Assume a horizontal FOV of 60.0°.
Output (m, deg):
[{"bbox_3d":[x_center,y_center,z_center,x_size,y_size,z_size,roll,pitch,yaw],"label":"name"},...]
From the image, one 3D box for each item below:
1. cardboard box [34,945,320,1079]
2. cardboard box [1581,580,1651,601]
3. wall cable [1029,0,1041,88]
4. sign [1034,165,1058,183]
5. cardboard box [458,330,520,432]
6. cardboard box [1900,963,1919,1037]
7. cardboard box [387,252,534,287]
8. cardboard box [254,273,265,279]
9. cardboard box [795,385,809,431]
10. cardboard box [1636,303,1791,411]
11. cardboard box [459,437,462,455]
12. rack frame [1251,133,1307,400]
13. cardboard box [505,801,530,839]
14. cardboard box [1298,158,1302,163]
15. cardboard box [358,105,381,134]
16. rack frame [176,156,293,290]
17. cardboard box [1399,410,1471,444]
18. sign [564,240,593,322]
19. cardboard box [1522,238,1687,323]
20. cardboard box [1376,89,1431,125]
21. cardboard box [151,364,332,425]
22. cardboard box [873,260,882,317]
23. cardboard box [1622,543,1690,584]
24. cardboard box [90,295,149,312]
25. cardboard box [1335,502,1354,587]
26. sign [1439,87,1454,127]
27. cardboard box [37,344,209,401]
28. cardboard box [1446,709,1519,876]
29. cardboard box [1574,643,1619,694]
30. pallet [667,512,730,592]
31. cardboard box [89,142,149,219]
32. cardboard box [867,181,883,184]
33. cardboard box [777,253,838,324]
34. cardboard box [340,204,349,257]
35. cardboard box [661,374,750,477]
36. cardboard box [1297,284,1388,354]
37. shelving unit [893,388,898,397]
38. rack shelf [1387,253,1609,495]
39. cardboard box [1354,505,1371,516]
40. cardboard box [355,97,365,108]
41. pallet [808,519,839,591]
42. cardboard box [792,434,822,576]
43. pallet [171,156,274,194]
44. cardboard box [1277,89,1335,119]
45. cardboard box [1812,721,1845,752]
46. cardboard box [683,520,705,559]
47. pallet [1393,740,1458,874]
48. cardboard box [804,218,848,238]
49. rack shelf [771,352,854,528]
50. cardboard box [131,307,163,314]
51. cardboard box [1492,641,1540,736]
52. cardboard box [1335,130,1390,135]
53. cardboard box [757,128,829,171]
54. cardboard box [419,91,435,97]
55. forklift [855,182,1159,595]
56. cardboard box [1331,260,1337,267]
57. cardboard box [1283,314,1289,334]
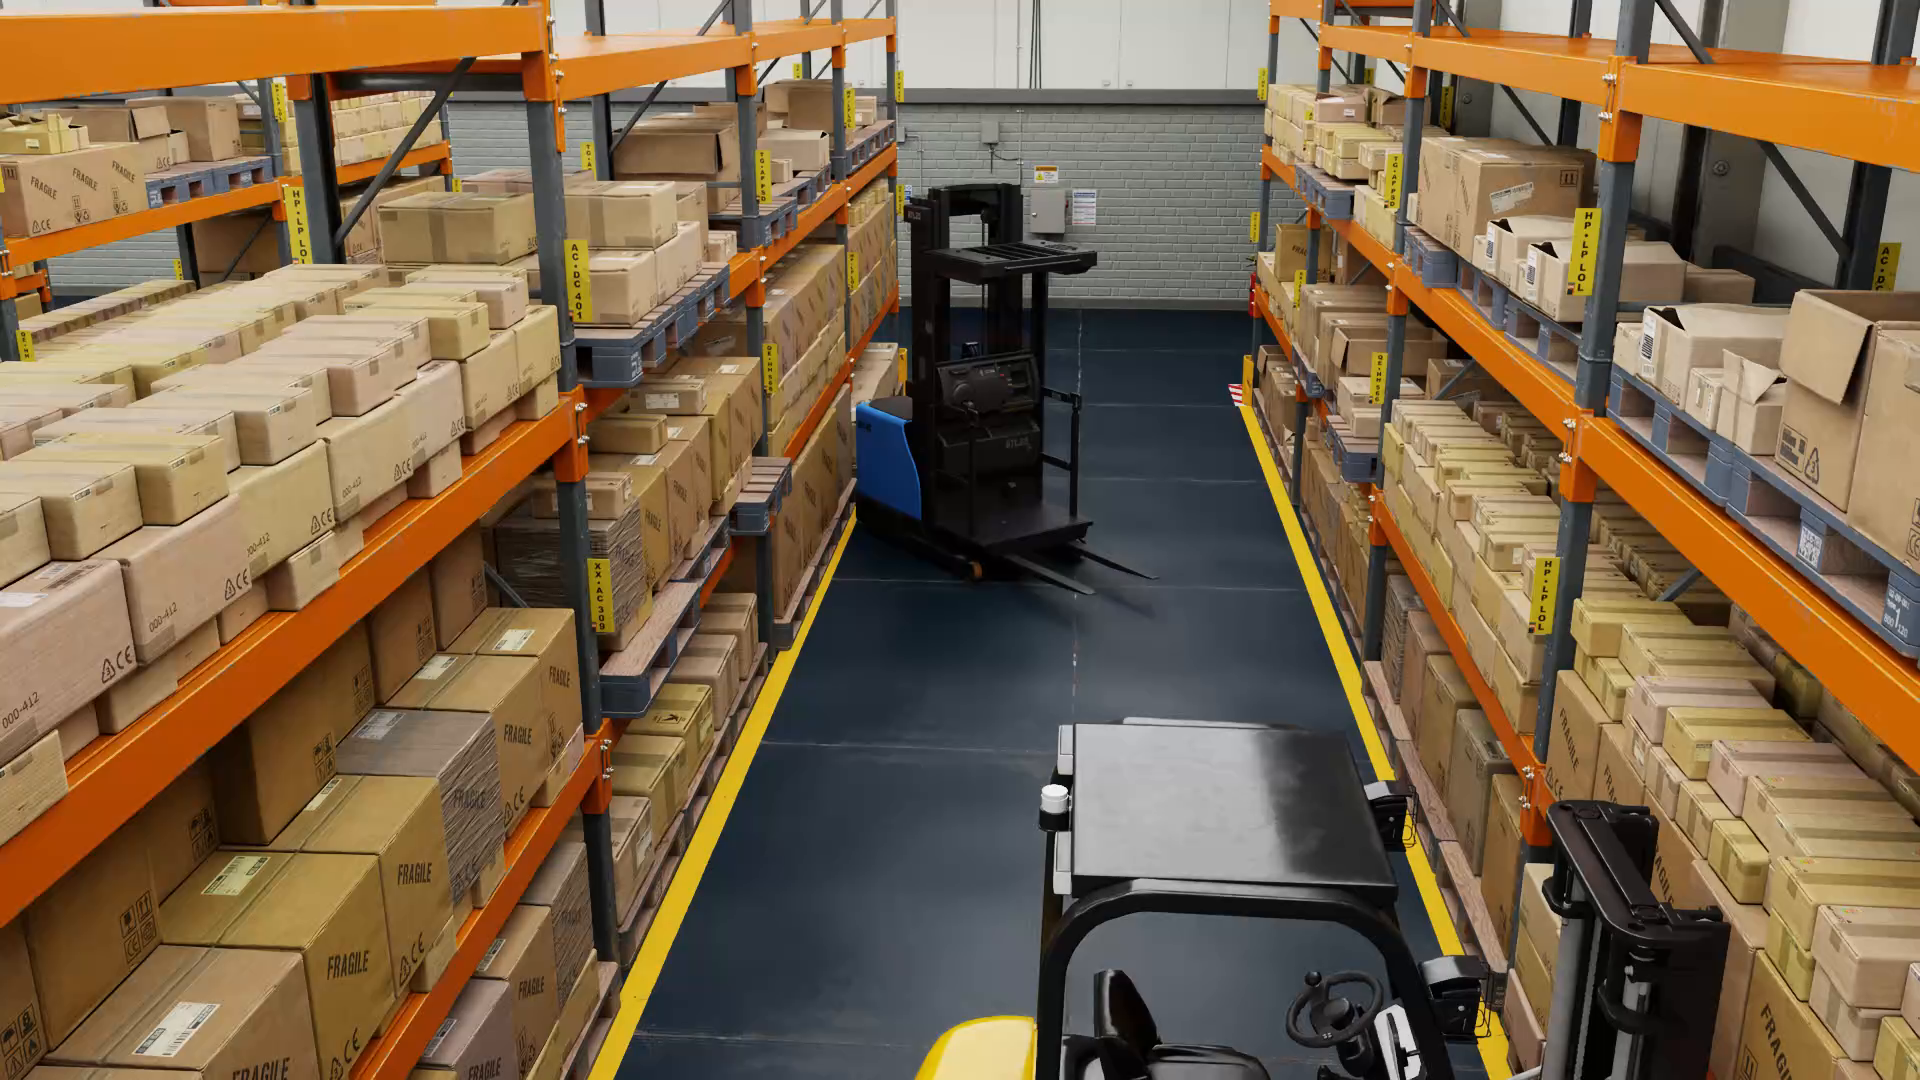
[{"bbox_3d":[-1.999,1.388,4.231,0.500,0.500,0.500,2,18,6],"label":"cardboard box"},{"bbox_3d":[2.697,0.279,7.051,0.380,0.149,0.250,2,18,6],"label":"cardboard box"},{"bbox_3d":[2.456,-7.641,22.729,2.988,3.039,0.133,1,18,4],"label":"wall cable"},{"bbox_3d":[1.229,-5.208,23.674,0.339,0.242,0.001,1,18,4],"label":"sign"},{"bbox_3d":[-1.855,-0.559,5.758,0.500,0.250,0.500,1,18,3],"label":"cardboard box"},{"bbox_3d":[2.494,1.141,3.945,0.380,0.149,0.250,1,18,4],"label":"cardboard box"},{"bbox_3d":[-2.159,-1.102,7.218,0.500,0.250,0.500,1,18,3],"label":"cardboard box"},{"bbox_3d":[-6.141,-2.264,15.378,0.500,0.500,0.500,1,18,3],"label":"cardboard box"},{"bbox_3d":[-1.421,-1.004,12.410,0.500,0.250,0.500,2,18,6],"label":"cardboard box"},{"bbox_3d":[2.592,-0.631,5.523,0.500,0.311,0.500,2,18,5],"label":"cardboard box"},{"bbox_3d":[-1.941,-0.331,5.701,0.380,0.149,0.250,1,18,2],"label":"cardboard box"},{"bbox_3d":[3.755,-2.981,18.203,1.000,3.000,0.127,1,18,4],"label":"rack frame"},{"bbox_3d":[-1.883,1.019,6.398,0.380,0.149,0.250,1,18,4],"label":"cardboard box"},{"bbox_3d":[3.270,-3.398,15.063,0.380,0.149,0.250,1,18,4],"label":"cardboard box"},{"bbox_3d":[-6.043,-4.138,16.356,0.500,0.250,0.500,0,18,2],"label":"cardboard box"},{"bbox_3d":[-6.428,-1.927,14.987,1.000,3.000,0.127,1,18,4],"label":"rack frame"},{"bbox_3d":[2.847,-0.677,9.968,0.380,0.149,0.250,2,18,5],"label":"cardboard box"},{"bbox_3d":[-1.515,-1.025,6.586,0.100,0.325,0.005,1,18,4],"label":"sign"},{"bbox_3d":[2.703,-1.114,6.997,0.500,0.311,0.500,1,18,2],"label":"cardboard box"},{"bbox_3d":[3.528,-3.450,13.244,0.396,0.266,0.258,1,18,4],"label":"cardboard box"},{"bbox_3d":[-1.974,-0.384,4.583,0.380,0.149,0.250,2,18,5],"label":"cardboard box"},{"bbox_3d":[-1.069,-2.506,16.593,0.500,0.500,0.500,2,18,6],"label":"cardboard box"},{"bbox_3d":[3.224,0.126,7.518,0.380,0.149,0.250,1,18,4],"label":"cardboard box"},{"bbox_3d":[-6.970,-1.934,13.783,0.380,0.149,0.250,1,18,3],"label":"cardboard box"},{"bbox_3d":[3.078,0.038,12.329,0.500,0.500,0.500,2,18,6],"label":"cardboard box"},{"bbox_3d":[4.022,-3.586,13.768,0.100,0.325,0.005,1,18,4],"label":"sign"},{"bbox_3d":[-2.434,-0.473,4.856,0.380,0.149,0.250,2,18,5],"label":"cardboard box"},{"bbox_3d":[2.984,1.272,8.363,0.875,0.625,0.625,1,18,3],"label":"cardboard box"},{"bbox_3d":[2.609,0.483,6.428,0.380,0.149,0.250,1,18,3],"label":"cardboard box"},{"bbox_3d":[-1.871,0.101,9.105,1.003,0.211,1.213,1,18,4],"label":"pallet"},{"bbox_3d":[-6.349,-2.640,12.185,0.500,0.500,0.500,1,18,4],"label":"cardboard box"},{"bbox_3d":[-1.017,-3.726,17.669,0.380,0.149,0.250,2,18,5],"label":"cardboard box"},{"bbox_3d":[-1.295,-2.066,13.643,0.500,0.500,0.500,2,18,5],"label":"cardboard box"},{"bbox_3d":[-6.130,-2.887,15.673,0.500,0.500,0.500,1,18,2],"label":"cardboard box"},{"bbox_3d":[-1.551,-0.686,9.887,0.500,0.500,0.500,1,18,3],"label":"cardboard box"},{"bbox_3d":[3.210,-1.840,13.887,0.700,0.500,0.500,2,18,5],"label":"cardboard box"},{"bbox_3d":[-0.472,-0.799,14.675,0.215,1.050,0.252,-2,18,-7],"label":"shelving unit"},{"bbox_3d":[3.038,-0.959,8.369,1.077,0.370,4.000,1,18,4],"label":"rack shelf"},{"bbox_3d":[3.015,-0.141,11.836,0.380,0.149,0.250,1,18,2],"label":"cardboard box"},{"bbox_3d":[-6.018,-4.282,16.155,0.380,0.149,0.250,1,18,2],"label":"cardboard box"},{"bbox_3d":[-1.548,0.098,13.284,1.003,0.211,1.213,1,18,4],"label":"pallet"},{"bbox_3d":[-1.570,-0.285,12.714,0.875,0.875,0.875,2,18,5],"label":"cardboard box"},{"bbox_3d":[-6.578,-3.074,13.972,1.213,0.211,1.003,1,18,4],"label":"pallet"},{"bbox_3d":[3.395,-4.268,16.274,0.500,0.250,0.500,1,18,3],"label":"cardboard box"},{"bbox_3d":[3.137,0.738,5.652,0.380,0.149,0.250,1,18,4],"label":"cardboard box"},{"bbox_3d":[-1.581,-0.012,8.873,0.380,0.149,0.250,2,18,6],"label":"cardboard box"},{"bbox_3d":[2.993,1.462,9.123,1.003,0.211,1.213,1,18,4],"label":"pallet"},{"bbox_3d":[-1.202,-2.771,14.755,0.380,0.149,0.250,1,18,3],"label":"cardboard box"},{"bbox_3d":[-1.627,-0.885,12.962,1.077,0.370,4.000,1,18,4],"label":"rack shelf"},{"bbox_3d":[-6.356,-1.756,13.239,0.380,0.149,0.250,0,18,1],"label":"cardboard box"},{"bbox_3d":[2.670,0.655,7.348,0.500,0.250,0.500,2,18,5],"label":"cardboard box"},{"bbox_3d":[3.049,-3.027,12.616,0.380,0.149,0.250,2,18,5],"label":"cardboard box"},{"bbox_3d":[-1.337,-3.152,13.378,0.500,0.311,0.500,1,18,4],"label":"cardboard box"},{"bbox_3d":[-5.872,-4.841,17.860,0.380,0.149,0.250,1,18,3],"label":"cardboard box"},{"bbox_3d":[0.352,-1.233,12.979,1.130,2.935,3.031,-12,22,-33],"label":"forklift"},{"bbox_3d":[3.948,-2.742,17.237,0.500,0.250,0.500,1,18,4],"label":"cardboard box"},{"bbox_3d":[3.267,-2.047,15.757,0.380,0.149,0.250,1,18,3],"label":"cardboard box"}]
